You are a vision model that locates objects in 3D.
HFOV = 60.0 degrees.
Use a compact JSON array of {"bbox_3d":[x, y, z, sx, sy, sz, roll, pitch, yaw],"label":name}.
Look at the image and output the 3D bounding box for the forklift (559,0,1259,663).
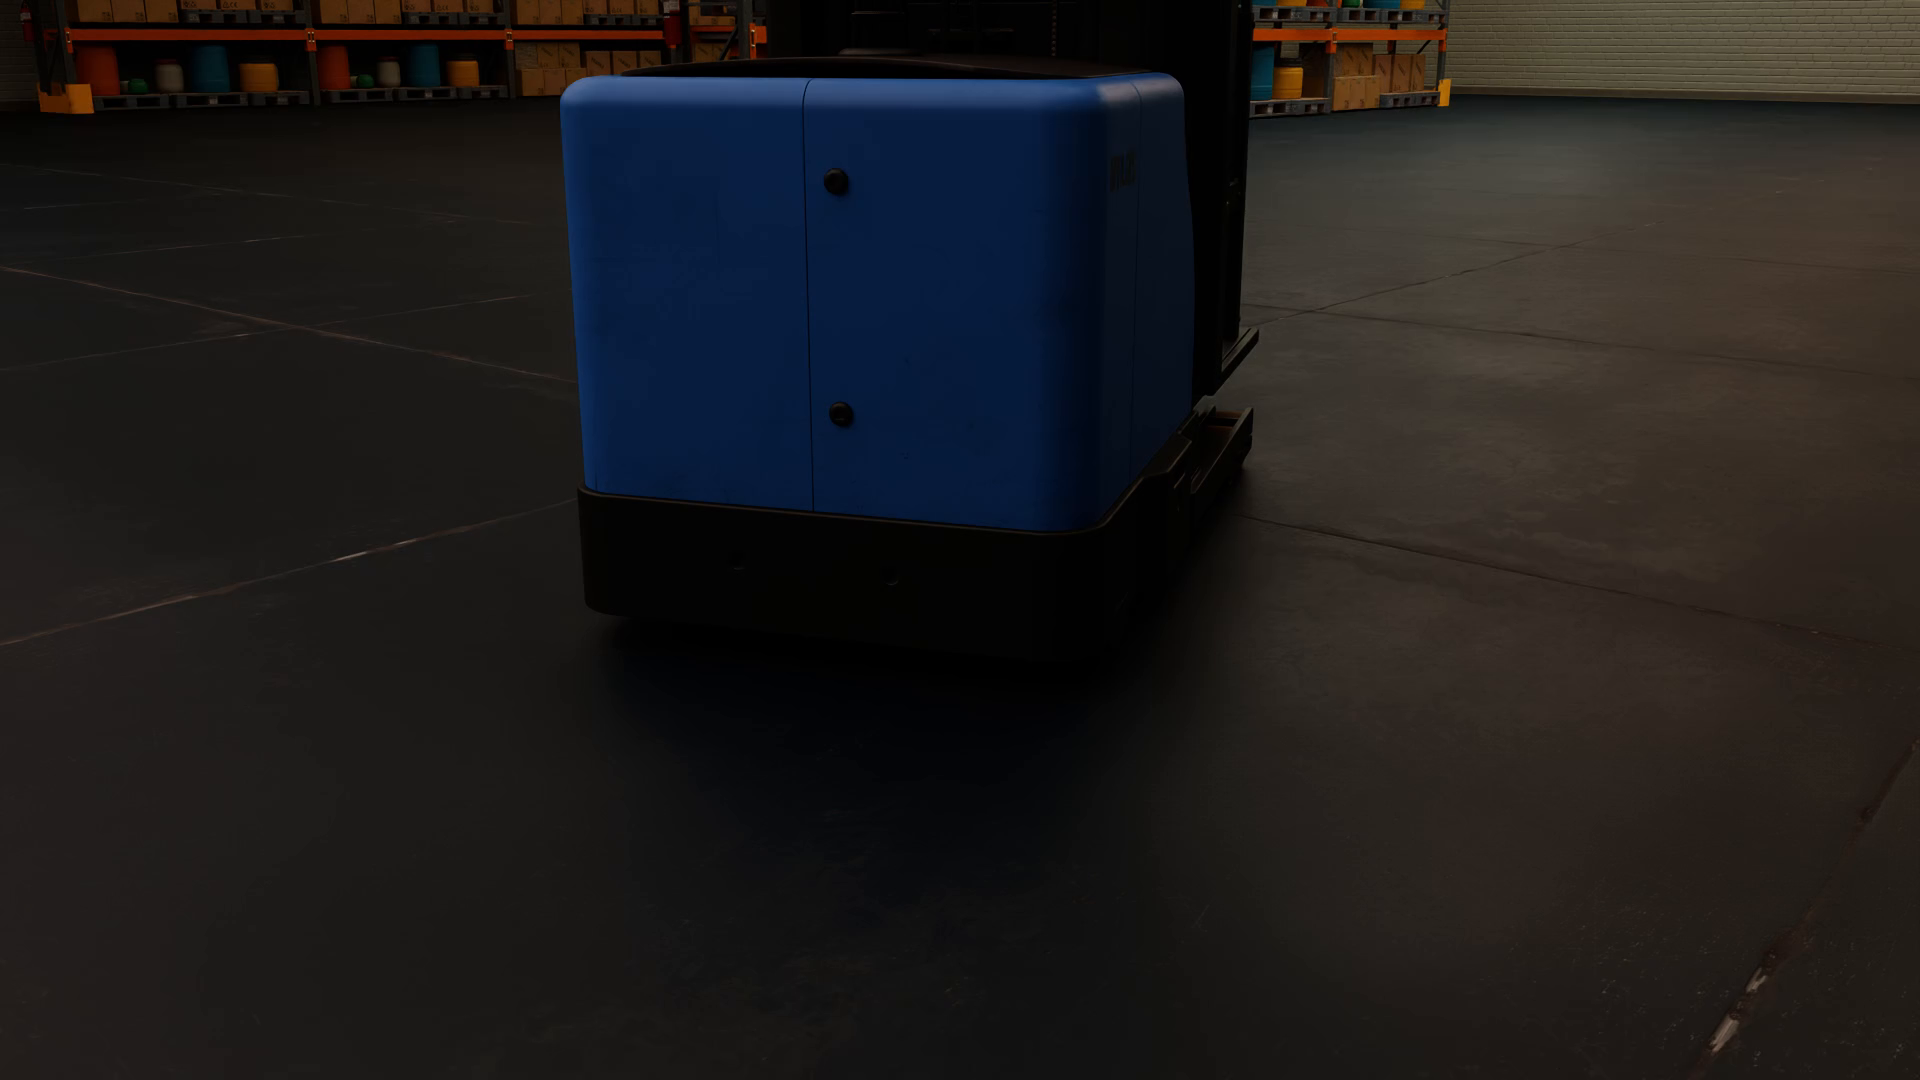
[{"bbox_3d":[0.182,-1.571,4.072,1.130,2.935,3.031,5,18,17],"label":"forklift"}]
